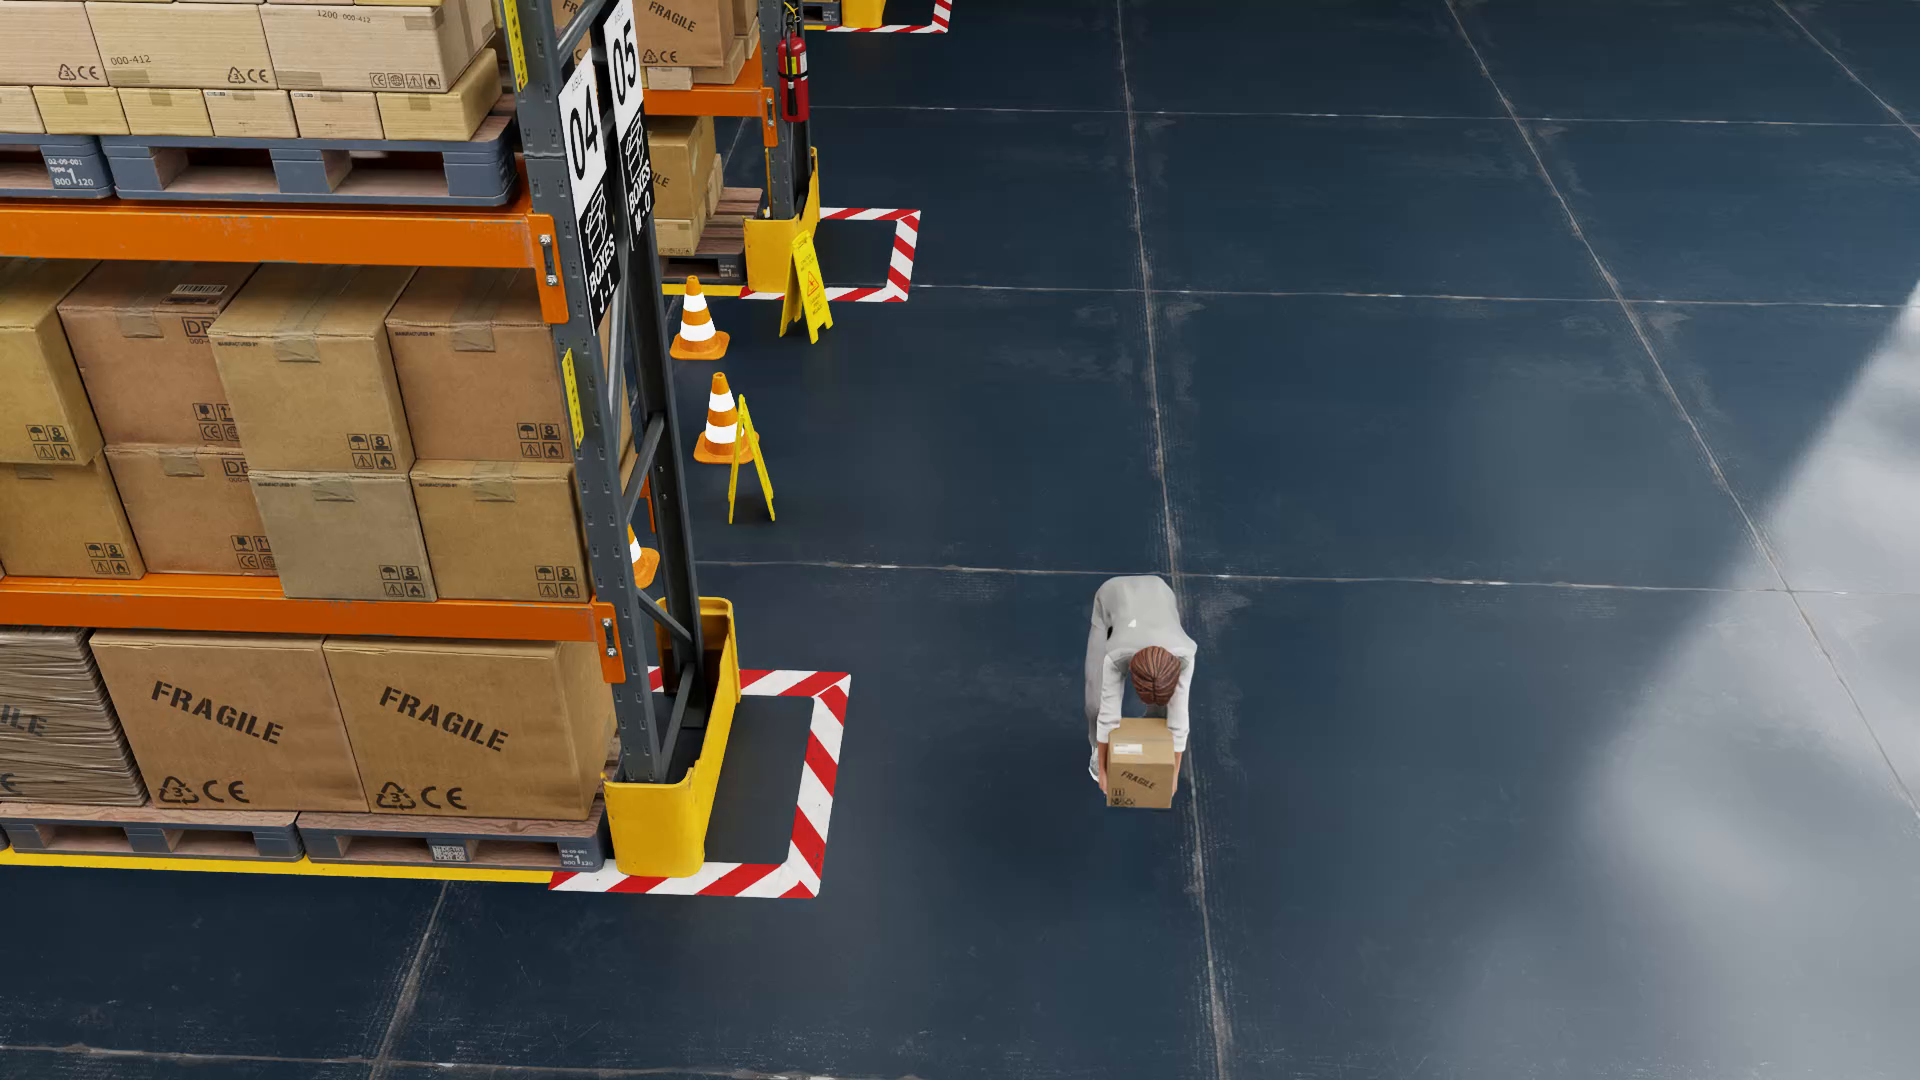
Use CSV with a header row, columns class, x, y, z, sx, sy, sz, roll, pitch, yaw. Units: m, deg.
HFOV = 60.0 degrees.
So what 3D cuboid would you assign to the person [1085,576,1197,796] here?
class,x,y,z,sx,sy,sz,roll,pitch,yaw
person,0.720,0.649,6.724,0.415,1.021,0.857,0,36,0
